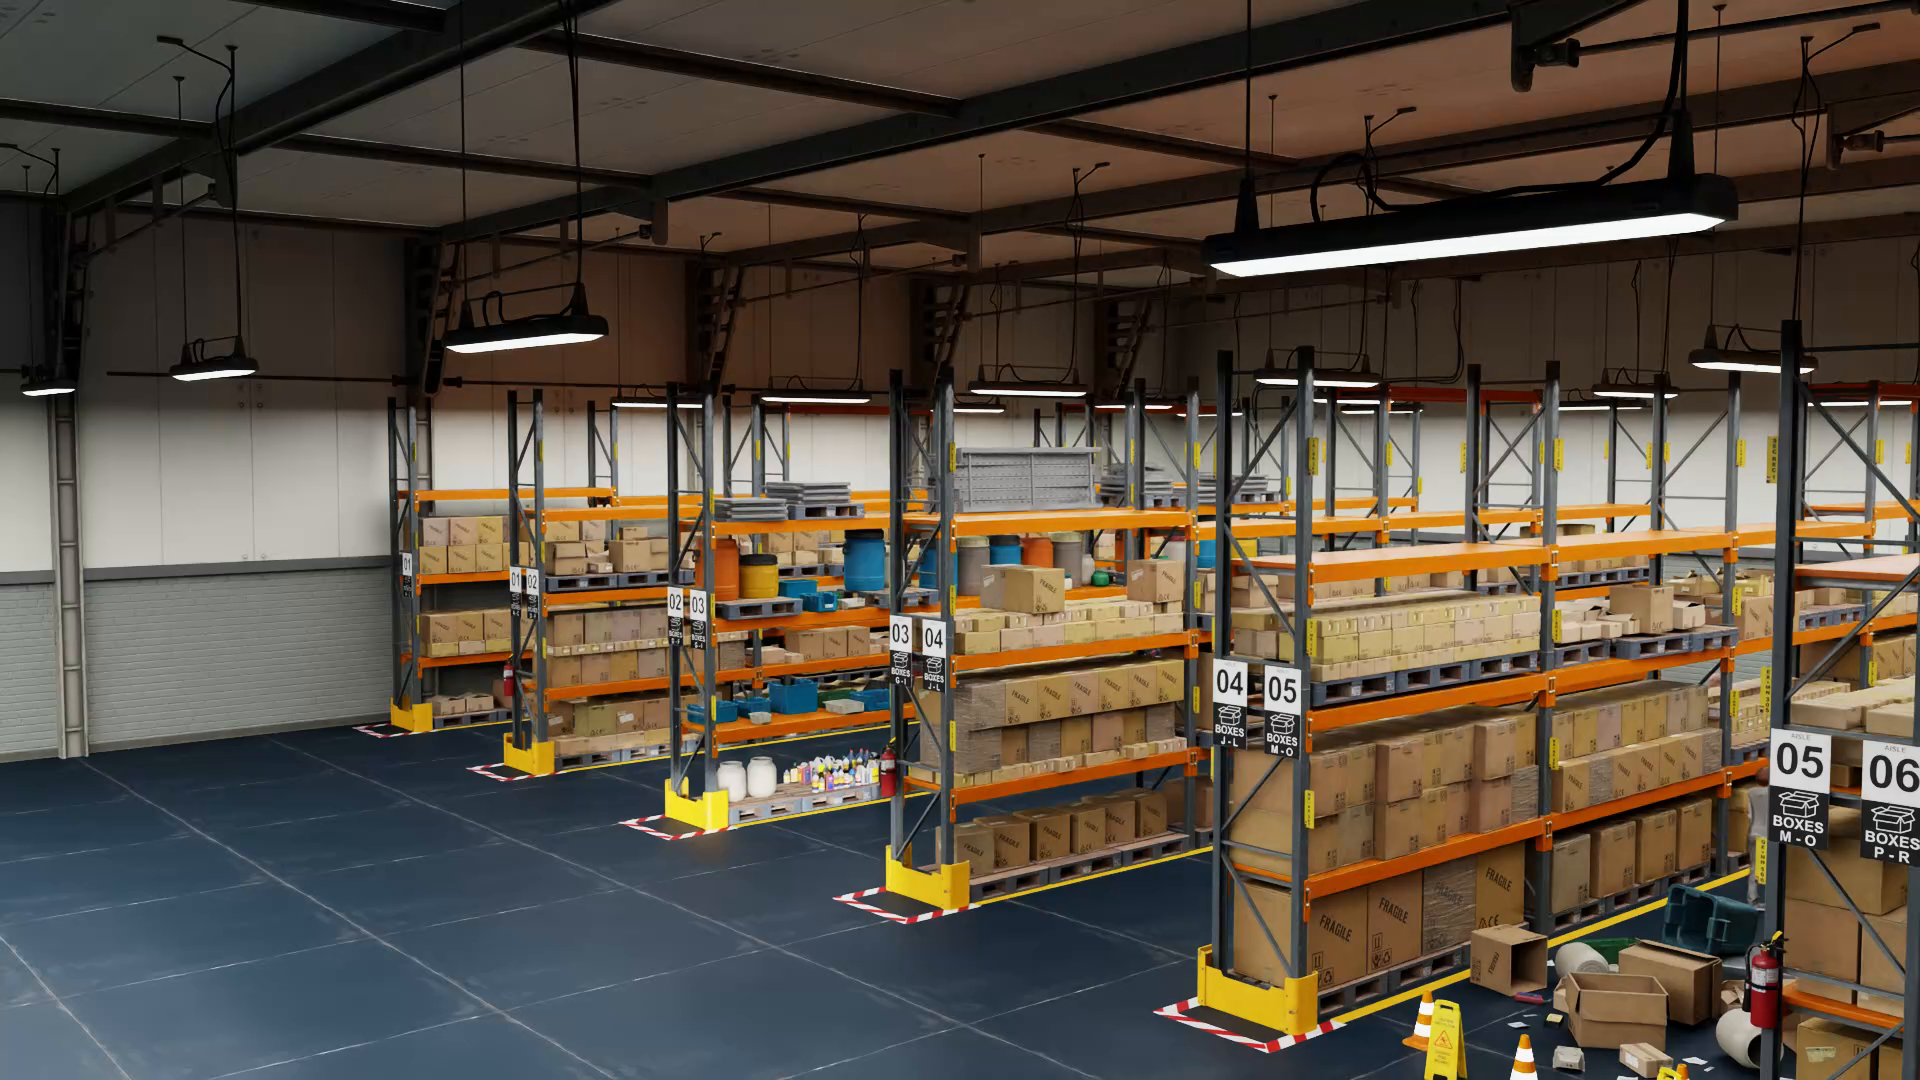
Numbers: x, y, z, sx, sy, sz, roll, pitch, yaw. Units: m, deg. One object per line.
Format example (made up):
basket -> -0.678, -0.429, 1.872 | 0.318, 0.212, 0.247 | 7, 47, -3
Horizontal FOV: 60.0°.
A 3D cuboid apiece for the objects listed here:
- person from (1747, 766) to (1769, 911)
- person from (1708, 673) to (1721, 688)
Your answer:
person -> 8.886, 3.332, 18.299 | 0.495, 1.613, 0.472 | -3, 4, -41
person -> 11.256, 2.885, 24.732 | 0.926, 1.794, 0.649 | -2, 4, -32
